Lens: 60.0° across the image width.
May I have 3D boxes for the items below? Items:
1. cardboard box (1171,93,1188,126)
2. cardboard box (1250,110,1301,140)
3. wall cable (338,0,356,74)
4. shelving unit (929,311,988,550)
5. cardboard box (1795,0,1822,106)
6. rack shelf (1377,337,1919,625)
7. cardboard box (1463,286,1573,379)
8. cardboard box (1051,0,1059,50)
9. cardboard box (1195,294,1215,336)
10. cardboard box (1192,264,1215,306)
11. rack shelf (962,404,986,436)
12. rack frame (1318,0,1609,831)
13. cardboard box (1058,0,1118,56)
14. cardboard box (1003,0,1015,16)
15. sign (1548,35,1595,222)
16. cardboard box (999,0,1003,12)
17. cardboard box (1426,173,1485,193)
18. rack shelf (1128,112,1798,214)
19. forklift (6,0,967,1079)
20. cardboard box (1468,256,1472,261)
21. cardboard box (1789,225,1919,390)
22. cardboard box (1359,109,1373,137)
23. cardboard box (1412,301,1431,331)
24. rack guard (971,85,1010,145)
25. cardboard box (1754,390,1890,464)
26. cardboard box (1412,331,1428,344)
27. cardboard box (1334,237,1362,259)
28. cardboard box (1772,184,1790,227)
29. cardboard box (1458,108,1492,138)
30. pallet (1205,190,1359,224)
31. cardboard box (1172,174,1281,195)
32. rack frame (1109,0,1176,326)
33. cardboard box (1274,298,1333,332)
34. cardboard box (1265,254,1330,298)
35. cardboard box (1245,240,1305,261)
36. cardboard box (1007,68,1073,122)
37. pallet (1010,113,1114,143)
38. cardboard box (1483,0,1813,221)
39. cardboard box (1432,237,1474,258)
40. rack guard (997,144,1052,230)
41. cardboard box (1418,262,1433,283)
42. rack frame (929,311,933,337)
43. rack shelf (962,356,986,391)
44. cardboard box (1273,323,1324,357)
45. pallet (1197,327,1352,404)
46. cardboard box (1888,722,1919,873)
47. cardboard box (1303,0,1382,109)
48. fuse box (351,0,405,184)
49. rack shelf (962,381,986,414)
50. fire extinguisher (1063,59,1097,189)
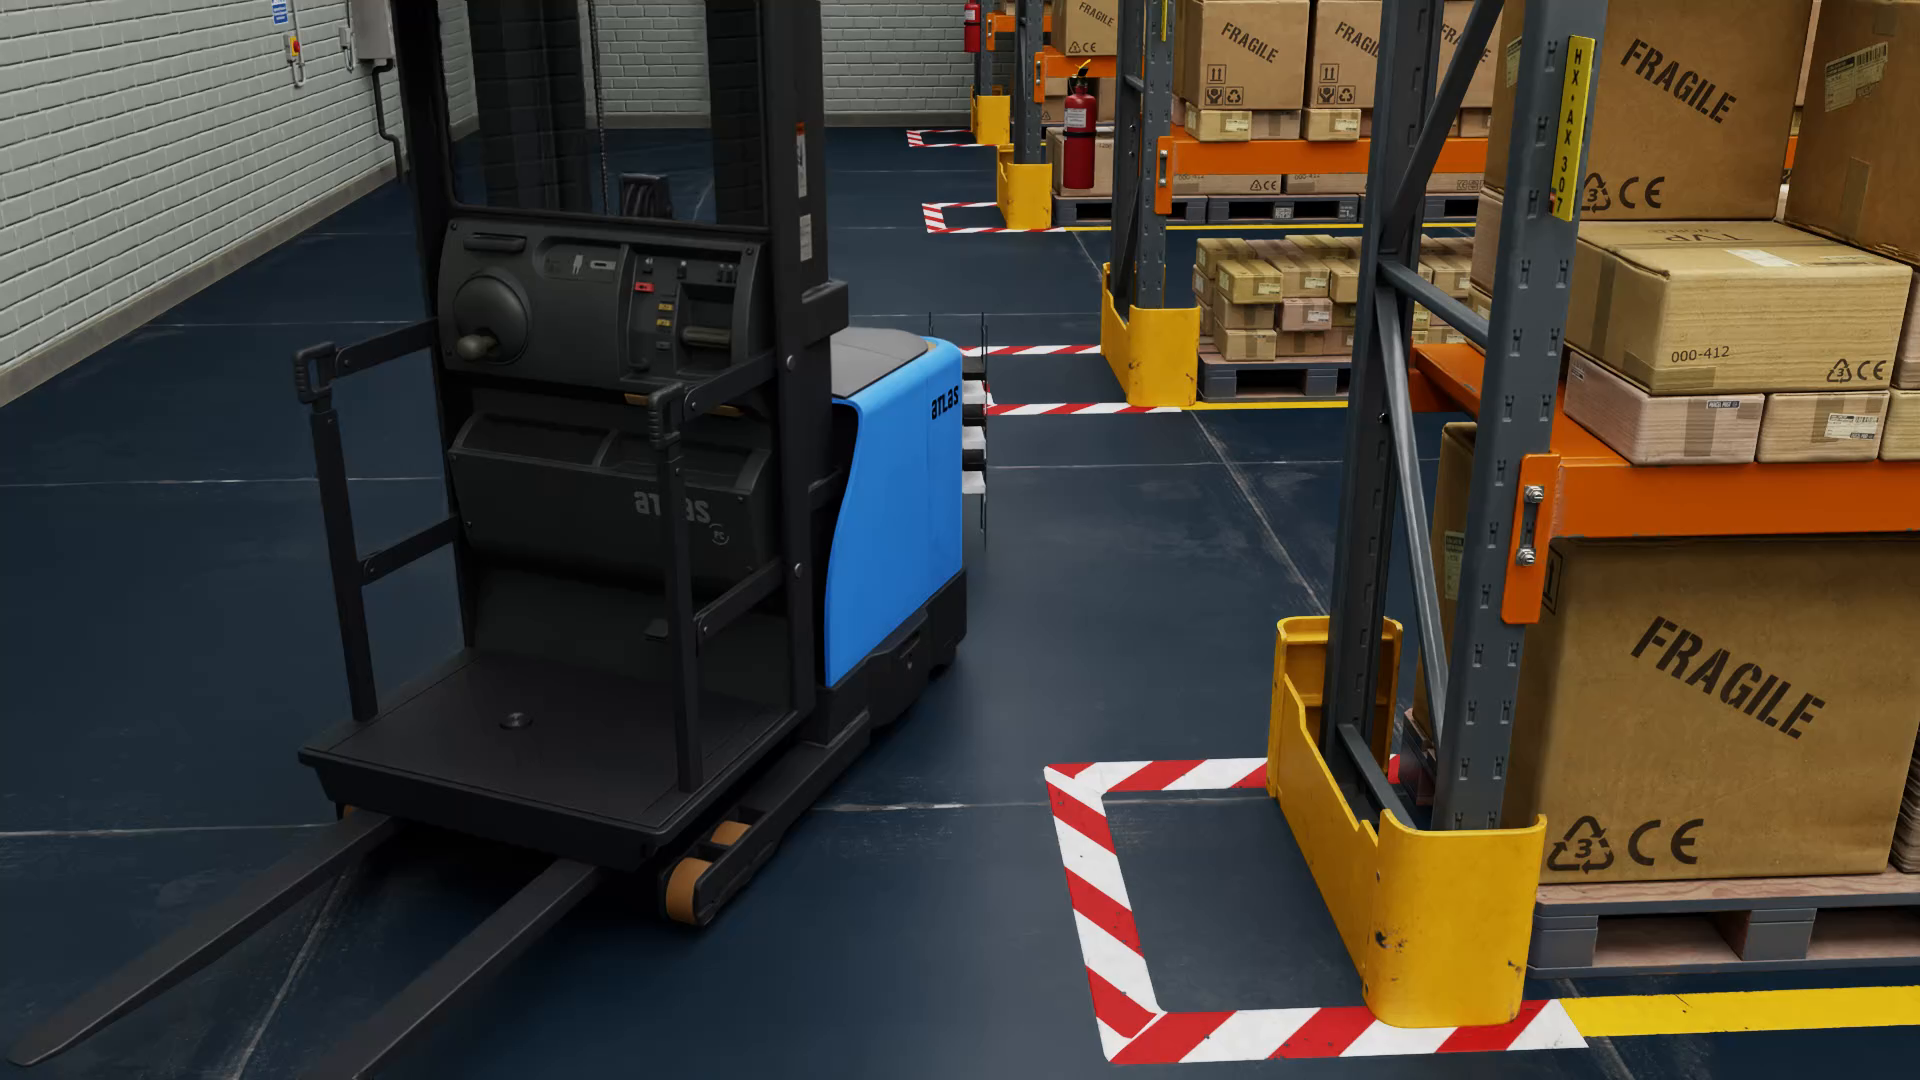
[{"bbox_3d":[1.229,-2.268,8.715,0.250,0.149,0.380,-1,21,-3],"label":"cardboard box"},{"bbox_3d":[1.513,-2.071,8.198,0.250,0.149,0.380,0,21,-1],"label":"cardboard box"},{"bbox_3d":[-5.185,-4.890,13.822,0.122,1.984,0.588,-1,21,-3],"label":"wall cable"},{"bbox_3d":[-0.008,-0.420,6.460,0.210,0.900,0.258,-1,21,-3],"label":"shelving unit"},{"bbox_3d":[3.928,-2.425,8.216,0.500,0.500,0.500,-2,21,-5],"label":"cardboard box"},{"bbox_3d":[3.099,-0.219,3.991,4.000,0.370,1.077,-1,21,-3],"label":"rack shelf"},{"bbox_3d":[1.439,-0.521,4.127,0.250,0.149,0.380,-1,21,-2],"label":"cardboard box"},{"bbox_3d":[1.003,-4.185,13.257,0.500,0.500,0.500,-1,21,-3],"label":"cardboard box"},{"bbox_3d":[1.433,-1.227,9.045,0.250,0.149,0.380,-1,21,-2],"label":"cardboard box"},{"bbox_3d":[1.430,-1.393,9.063,0.250,0.149,0.380,-2,21,-5],"label":"cardboard box"},{"bbox_3d":[-0.008,-0.473,6.440,0.200,0.077,0.258,-1,21,-3],"label":"rack shelf"},{"bbox_3d":[1.102,-0.514,3.756,0.127,3.000,1.000,-1,21,-3],"label":"rack frame"},{"bbox_3d":[1.032,-3.989,12.742,0.500,0.500,0.500,-1,21,-3],"label":"cardboard box"},{"bbox_3d":[0.593,-5.590,17.440,0.250,0.149,0.380,-1,21,-3],"label":"cardboard box"},{"bbox_3d":[1.127,-0.759,3.070,0.005,0.325,0.100,-1,21,-3],"label":"sign"},{"bbox_3d":[0.565,-5.782,17.946,0.250,0.149,0.380,-1,21,-4],"label":"cardboard box"},{"bbox_3d":[3.897,-3.140,13.664,0.875,0.438,0.875,-1,21,-4],"label":"cardboard box"},{"bbox_3d":[2.916,-1.983,8.624,4.000,0.370,1.077,-1,21,-3],"label":"rack shelf"},{"bbox_3d":[-1.008,-0.586,4.041,1.130,2.935,3.031,8,22,21],"label":"forklift"},{"bbox_3d":[2.775,-1.344,8.516,0.250,0.149,0.380,-1,21,-2],"label":"cardboard box"},{"bbox_3d":[2.115,-0.510,3.537,0.500,0.250,0.500,-1,21,-4],"label":"cardboard box"},{"bbox_3d":[2.036,-2.111,8.304,0.250,0.149,0.380,0,21,-1],"label":"cardboard box"},{"bbox_3d":[2.236,-1.189,8.527,0.250,0.149,0.380,-1,21,-1],"label":"cardboard box"},{"bbox_3d":[0.325,-4.631,18.082,0.348,0.500,1.175,-1,21,-3],"label":"rack guard"},{"bbox_3d":[1.731,-0.293,3.527,0.250,0.149,0.380,-1,21,-4],"label":"cardboard box"},{"bbox_3d":[2.227,-1.047,8.573,0.250,0.149,0.380,-1,21,-2],"label":"cardboard box"},{"bbox_3d":[2.201,-1.539,9.028,0.250,0.149,0.380,-2,21,-5],"label":"cardboard box"},{"bbox_3d":[2.077,-0.697,4.030,0.500,0.250,0.500,-2,21,-4],"label":"cardboard box"},{"bbox_3d":[2.556,-2.103,8.282,0.250,0.149,0.380,-2,21,-4],"label":"cardboard box"},{"bbox_3d":[2.545,-2.799,13.677,1.213,0.211,1.003,-1,21,-3],"label":"pallet"},{"bbox_3d":[2.102,-3.104,13.569,0.875,0.438,0.875,-1,21,-2],"label":"cardboard box"},{"bbox_3d":[0.920,-2.278,8.389,0.127,3.000,1.000,-1,21,-3],"label":"rack frame"},{"bbox_3d":[1.734,-1.186,8.519,0.250,0.149,0.380,-1,21,-3],"label":"cardboard box"},{"bbox_3d":[1.730,-1.359,8.554,0.250,0.149,0.380,-1,21,-2],"label":"cardboard box"},{"bbox_3d":[1.688,-1.506,8.941,0.250,0.149,0.380,-1,21,-2],"label":"cardboard box"},{"bbox_3d":[0.865,-4.806,17.947,0.637,0.503,0.797,-2,21,-5],"label":"cardboard box"},{"bbox_3d":[1.121,-4.513,18.177,1.213,0.211,1.003,-1,21,-3],"label":"pallet"},{"bbox_3d":[1.573,-1.037,3.868,0.500,0.500,0.500,-1,21,-2],"label":"cardboard box"},{"bbox_3d":[2.736,-1.530,9.004,0.250,0.149,0.380,-2,21,-5],"label":"cardboard box"},{"bbox_3d":[0.512,-2.866,13.446,0.348,0.500,1.175,-1,21,-3],"label":"rack guard"},{"bbox_3d":[2.232,-1.353,8.538,0.250,0.149,0.380,-2,21,-6],"label":"cardboard box"},{"bbox_3d":[-0.110,-0.418,6.455,0.006,0.900,0.240,-1,21,-3],"label":"rack frame"},{"bbox_3d":[-0.008,-0.642,6.376,0.200,0.077,0.258,-1,21,-3],"label":"rack shelf"},{"bbox_3d":[1.718,-1.074,8.642,0.250,0.149,0.380,-1,21,-3],"label":"cardboard box"},{"bbox_3d":[1.809,-0.981,8.900,1.213,0.211,1.003,-1,21,-3],"label":"pallet"},{"bbox_3d":[2.645,0.222,4.217,0.875,0.875,0.875,-1,21,-3],"label":"cardboard box"},{"bbox_3d":[1.916,-2.395,8.137,0.500,0.500,0.500,-1,21,-3],"label":"cardboard box"},{"bbox_3d":[-5.066,-4.059,14.877,0.414,1.711,0.539,-1,21,-3],"label":"fuse box"},{"bbox_3d":[-0.008,-0.557,6.408,0.200,0.077,0.258,-1,21,-3],"label":"rack shelf"},{"bbox_3d":[0.642,-2.227,8.887,0.183,0.674,0.296,-1,21,-3],"label":"fire extinguisher"}]
